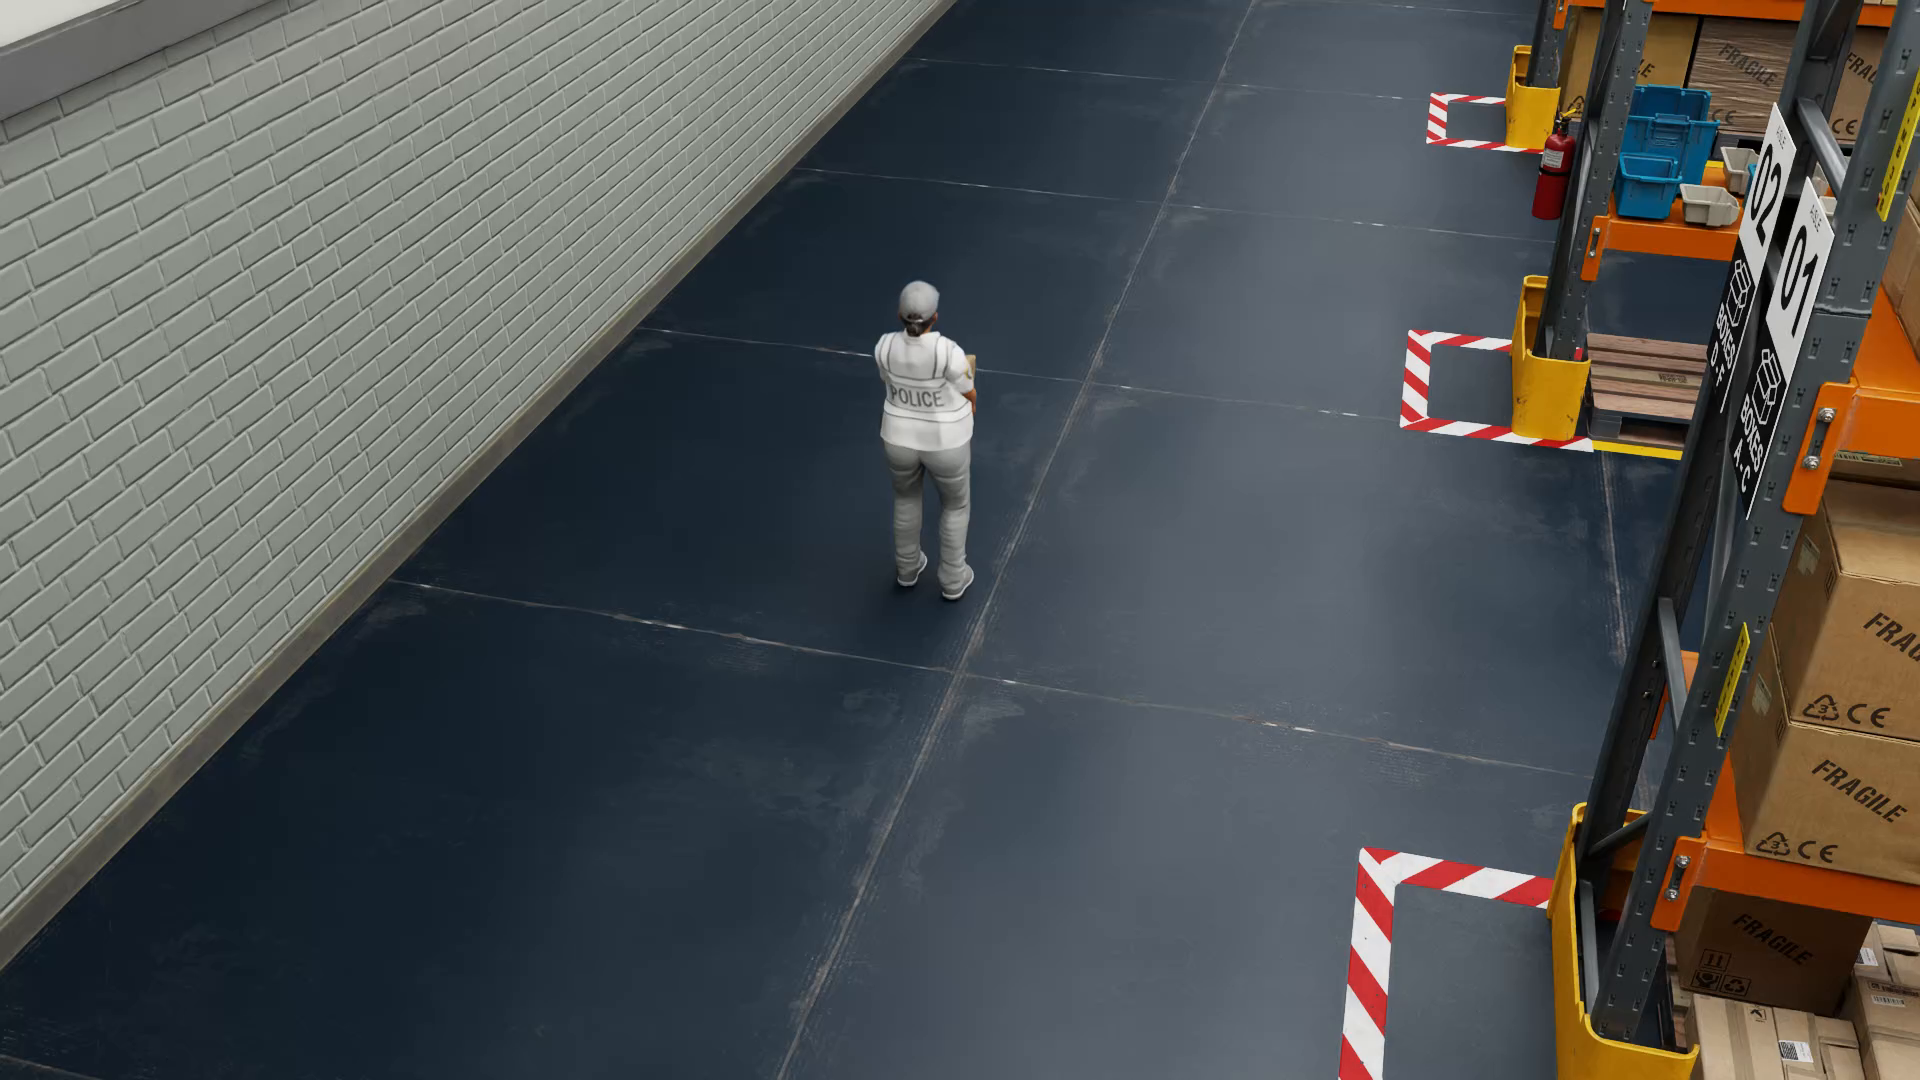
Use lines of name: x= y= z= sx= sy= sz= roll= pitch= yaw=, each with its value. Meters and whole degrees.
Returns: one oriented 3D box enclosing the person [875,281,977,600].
person: x=-0.140 y=-0.506 z=7.927 sx=0.455 sy=1.656 sz=0.541 roll=9 pitch=34 yaw=13
